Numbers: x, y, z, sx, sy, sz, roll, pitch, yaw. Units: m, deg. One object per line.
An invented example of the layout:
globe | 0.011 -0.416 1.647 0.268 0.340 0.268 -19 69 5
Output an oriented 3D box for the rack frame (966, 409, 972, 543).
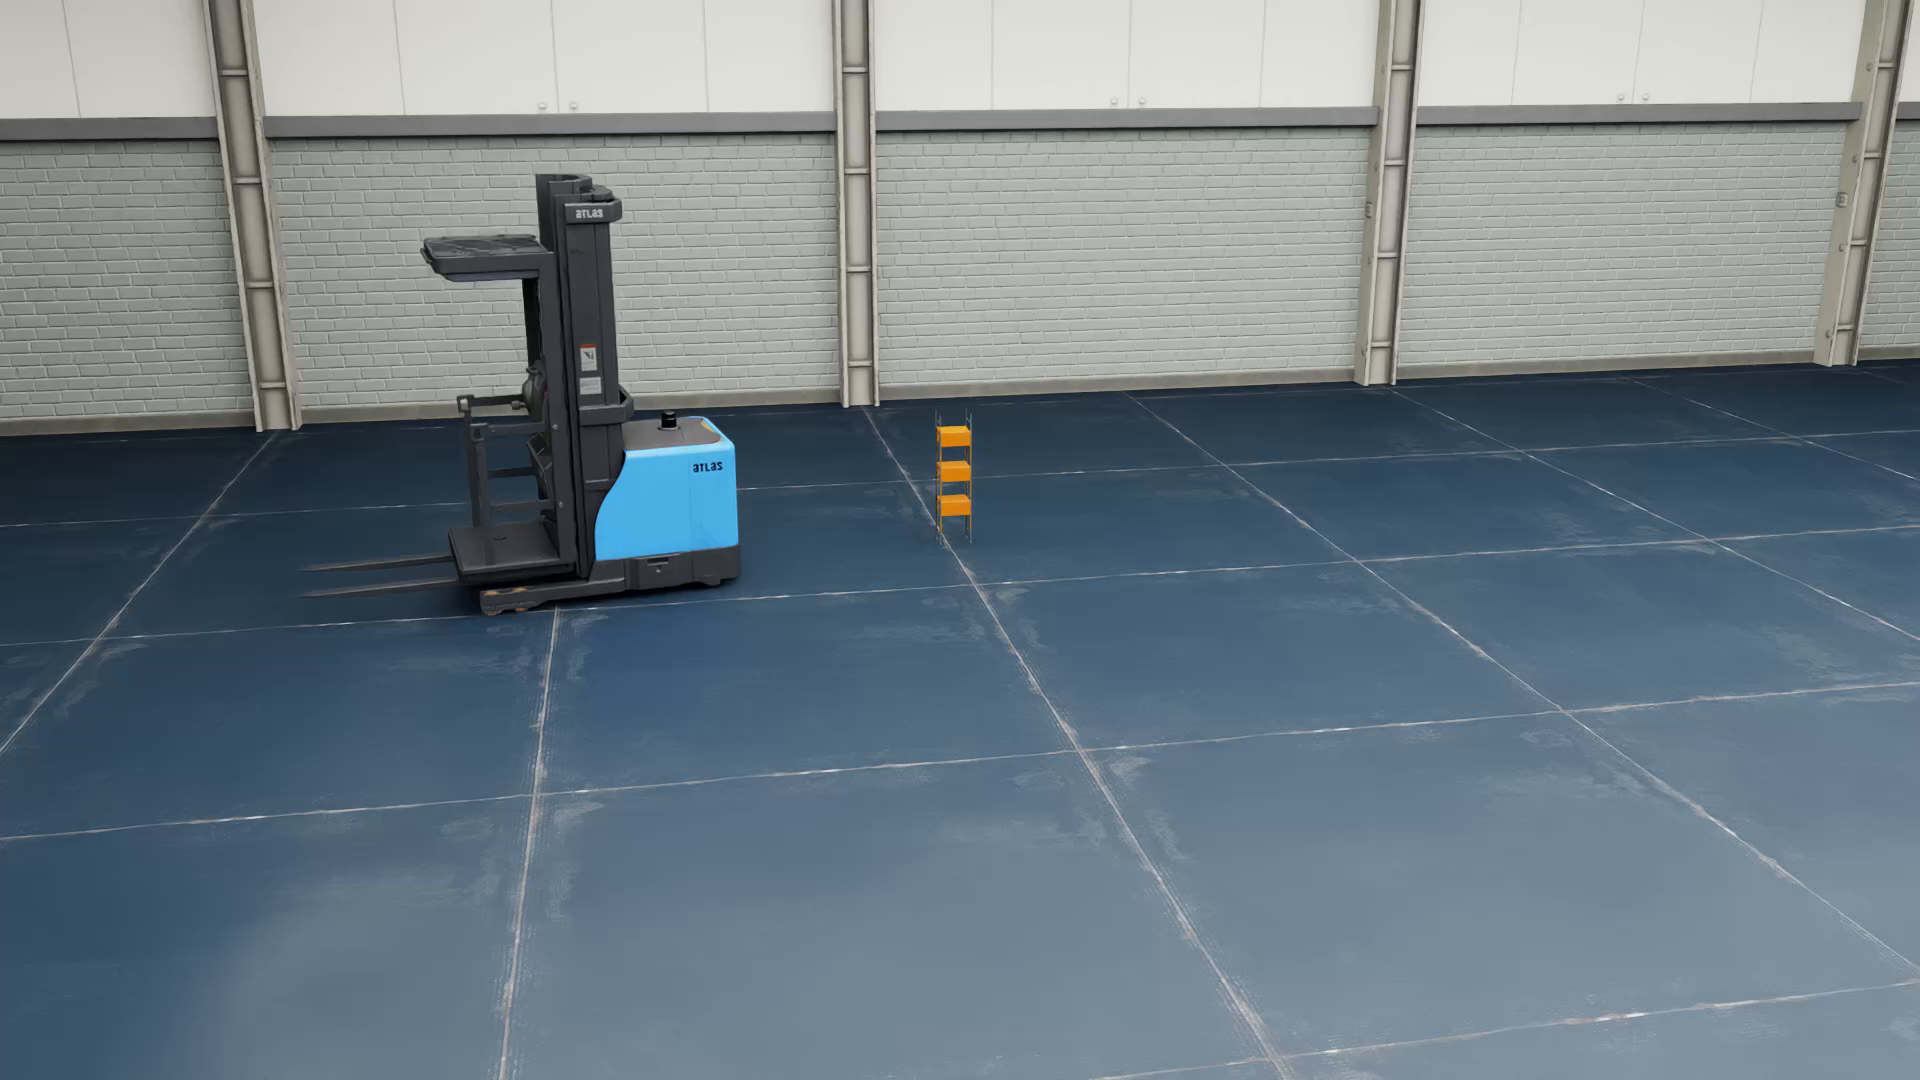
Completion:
rack frame | 0.067 -0.506 13.170 0.008 1.050 0.200 -3 17 -10

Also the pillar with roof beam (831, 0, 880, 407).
pillar with roof beam | -0.278 -4.551 12.803 0.400 9.000 9.100 -3 17 -10

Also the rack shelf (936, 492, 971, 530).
rack shelf | -0.053 -0.223 13.233 0.240 0.259 0.215 -3 17 -10

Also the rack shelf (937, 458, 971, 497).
rack shelf | -0.053 -0.489 13.151 0.240 0.259 0.215 -3 17 -10

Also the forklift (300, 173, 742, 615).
forklift | -3.181 -1.051 11.742 3.031 2.935 1.130 -6 18 -20

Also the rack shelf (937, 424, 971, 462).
rack shelf | -0.053 -0.760 13.068 0.240 0.259 0.215 -3 17 -10

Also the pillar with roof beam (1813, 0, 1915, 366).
pillar with roof beam | 11.504 -5.220 14.979 0.400 9.000 9.100 -3 17 -10

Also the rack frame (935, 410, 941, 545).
rack frame | -0.172 -0.492 13.126 0.008 1.050 0.200 -3 17 -10

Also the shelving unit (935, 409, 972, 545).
shelving unit | -0.053 -0.499 13.148 0.252 1.050 0.215 -3 17 -10

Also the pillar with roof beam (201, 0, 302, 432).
pillar with roof beam | -6.169 -4.217 11.715 0.400 9.000 9.100 -3 17 -10

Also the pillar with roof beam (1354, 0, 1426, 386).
pillar with roof beam | 5.613 -4.885 13.891 0.400 9.000 9.100 -3 17 -10
